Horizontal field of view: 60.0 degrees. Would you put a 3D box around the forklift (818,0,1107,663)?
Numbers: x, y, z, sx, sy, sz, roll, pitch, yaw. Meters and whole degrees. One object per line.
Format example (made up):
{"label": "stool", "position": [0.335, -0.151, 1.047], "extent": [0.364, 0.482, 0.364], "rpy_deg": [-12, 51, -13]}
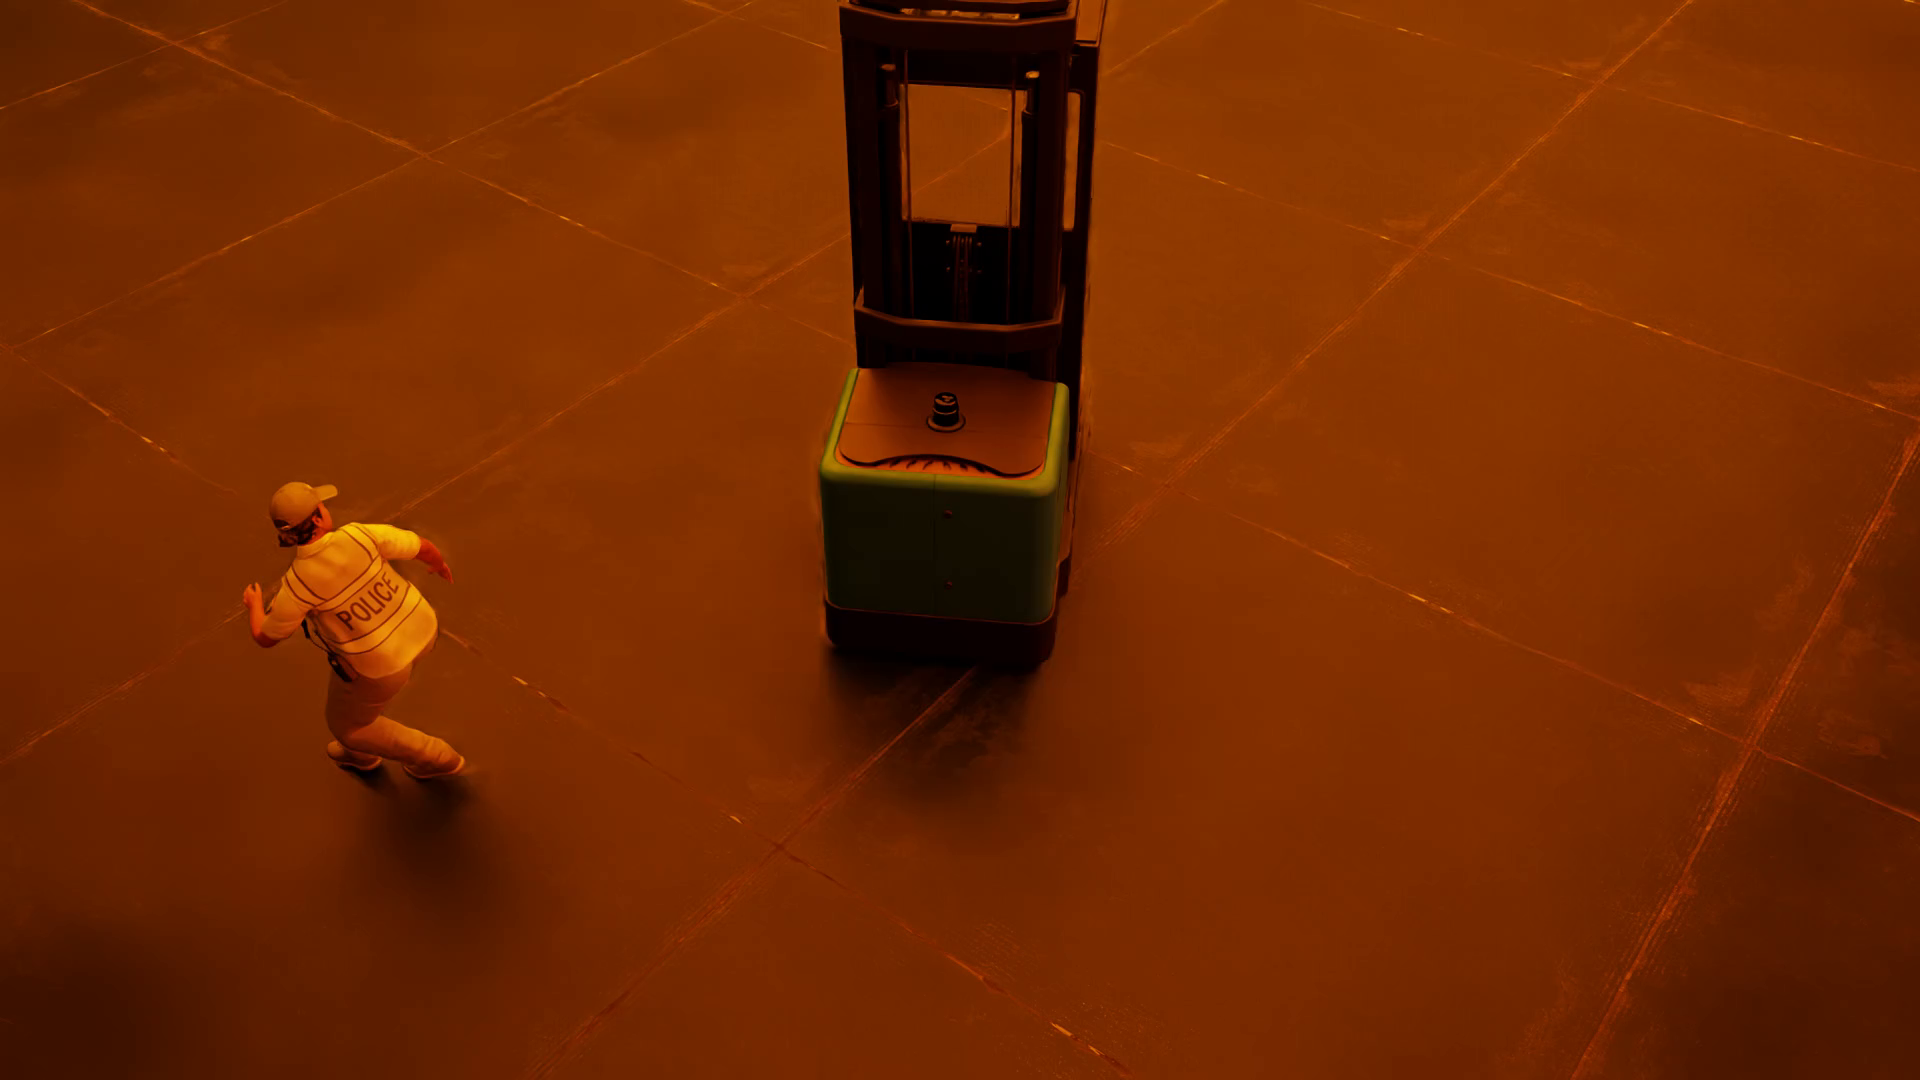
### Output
{"label": "forklift", "position": [0.074, -1.509, 7.844], "extent": [1.130, 2.935, 3.031], "rpy_deg": [5, 41, 5]}

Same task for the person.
{"label": "person", "position": [-2.449, 0.336, 6.775], "extent": [0.808, 1.541, 0.803], "rpy_deg": [16, 43, 18]}
